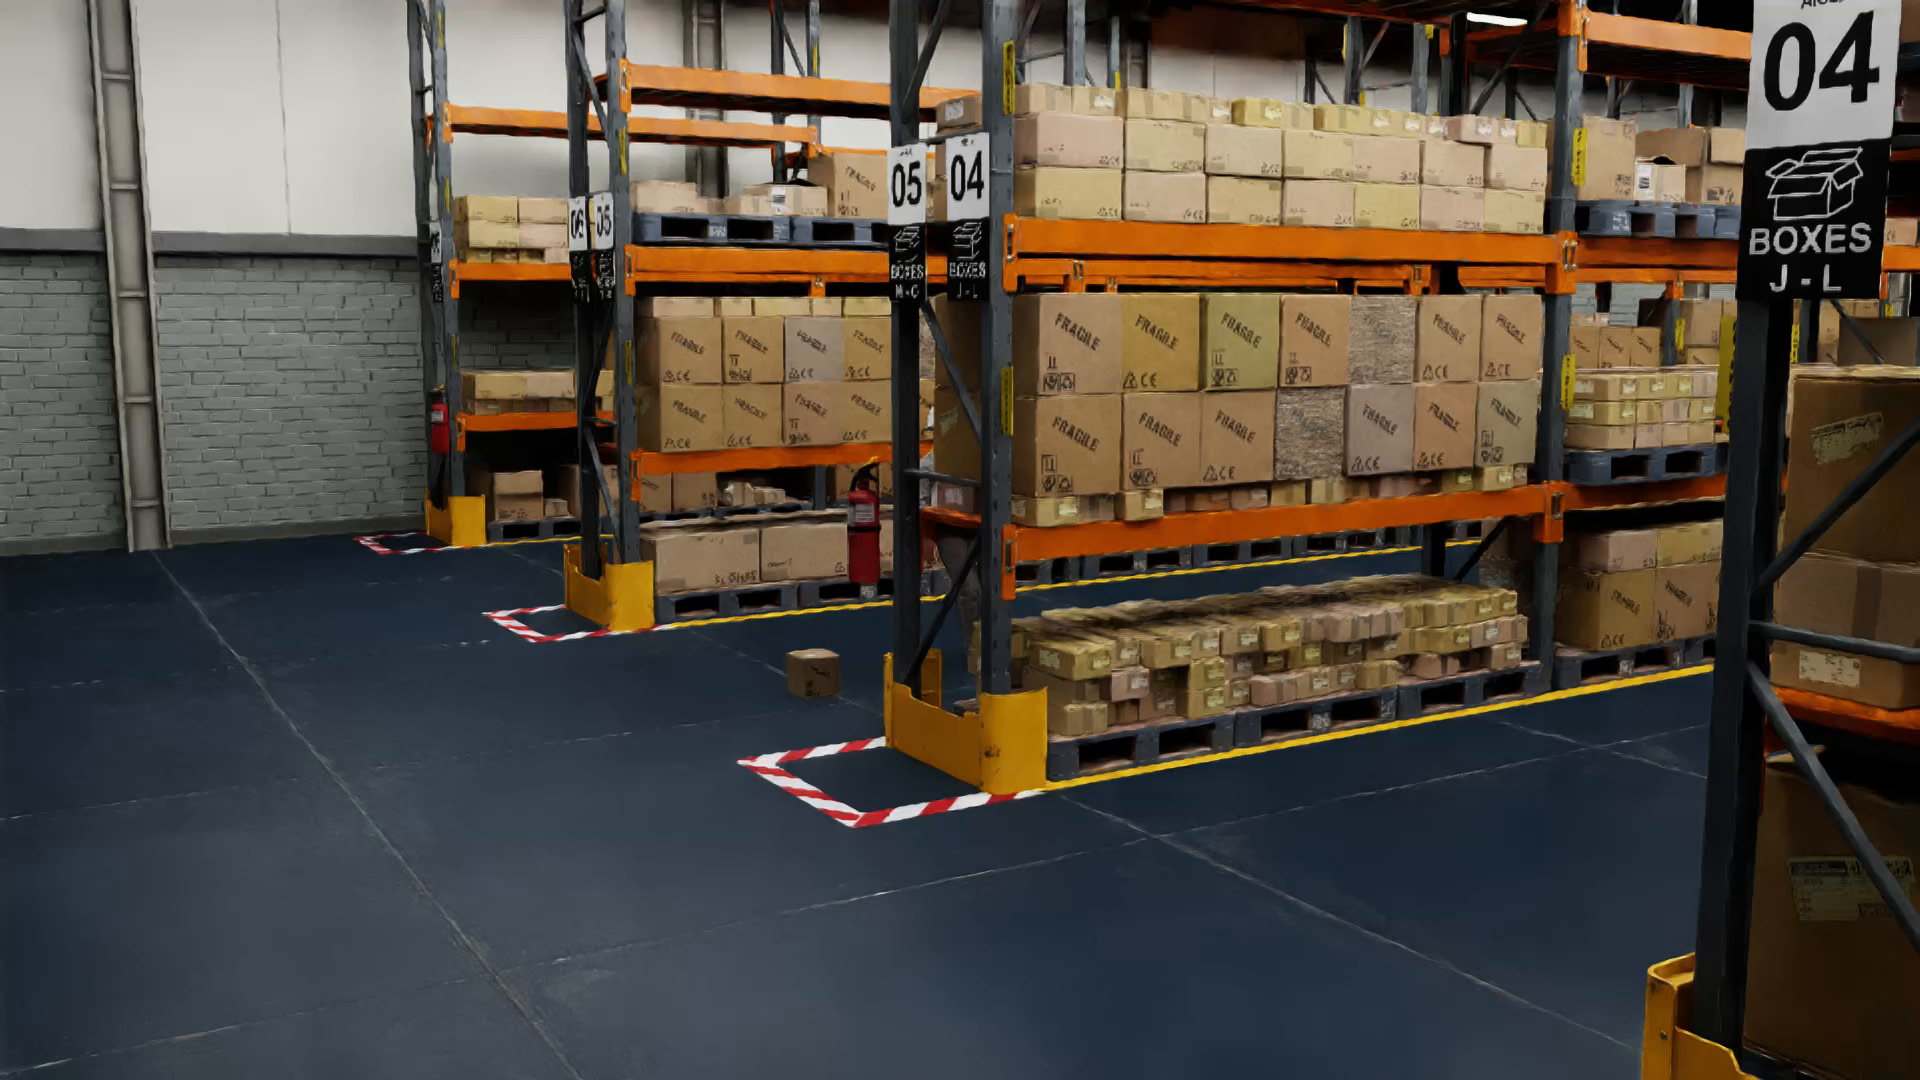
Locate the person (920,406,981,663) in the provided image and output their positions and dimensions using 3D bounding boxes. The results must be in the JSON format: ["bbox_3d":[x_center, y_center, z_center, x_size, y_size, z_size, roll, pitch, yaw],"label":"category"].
[{"bbox_3d":[0.038,-0.037,11.104,0.587,1.748,0.525,-4,9,-26],"label":"person"}]
